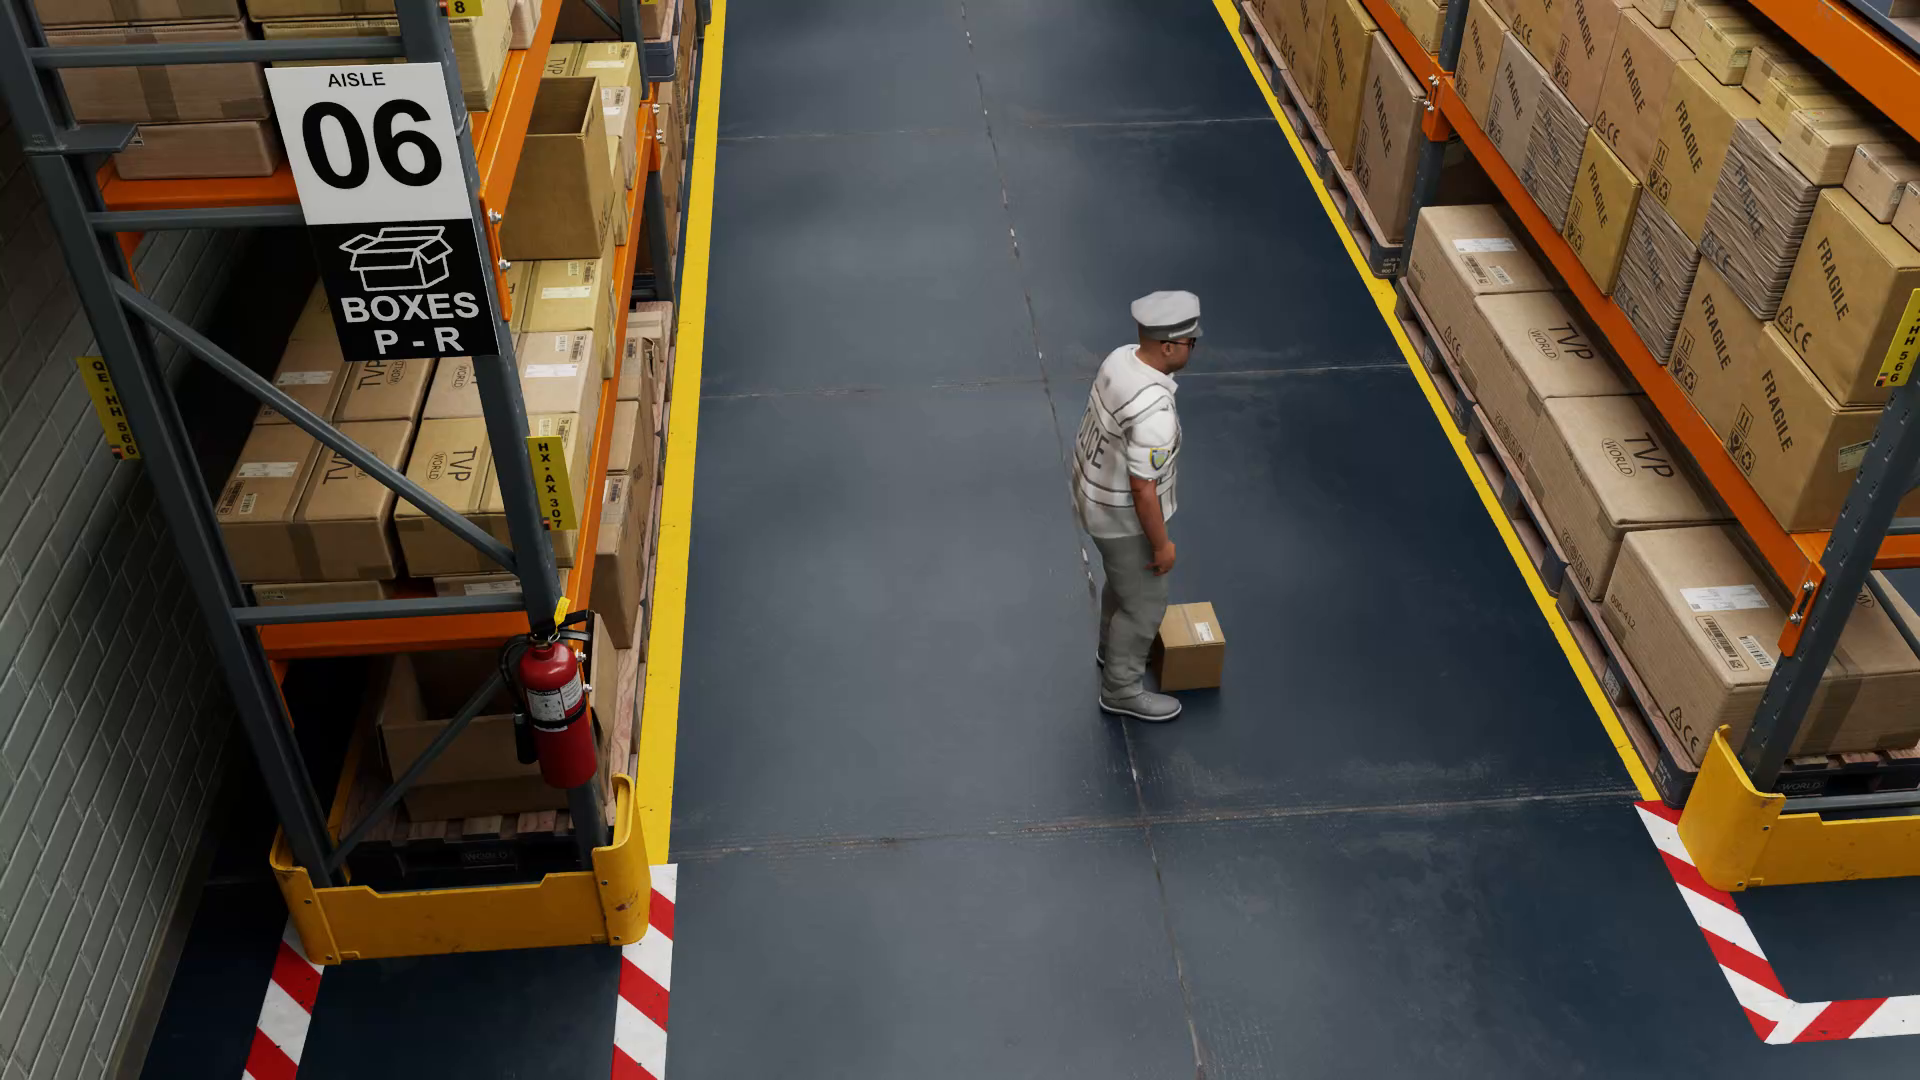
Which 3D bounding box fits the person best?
[{"bbox_3d":[0.669,-0.130,6.308,0.470,1.749,0.603,-5,39,-6],"label":"person"}]
